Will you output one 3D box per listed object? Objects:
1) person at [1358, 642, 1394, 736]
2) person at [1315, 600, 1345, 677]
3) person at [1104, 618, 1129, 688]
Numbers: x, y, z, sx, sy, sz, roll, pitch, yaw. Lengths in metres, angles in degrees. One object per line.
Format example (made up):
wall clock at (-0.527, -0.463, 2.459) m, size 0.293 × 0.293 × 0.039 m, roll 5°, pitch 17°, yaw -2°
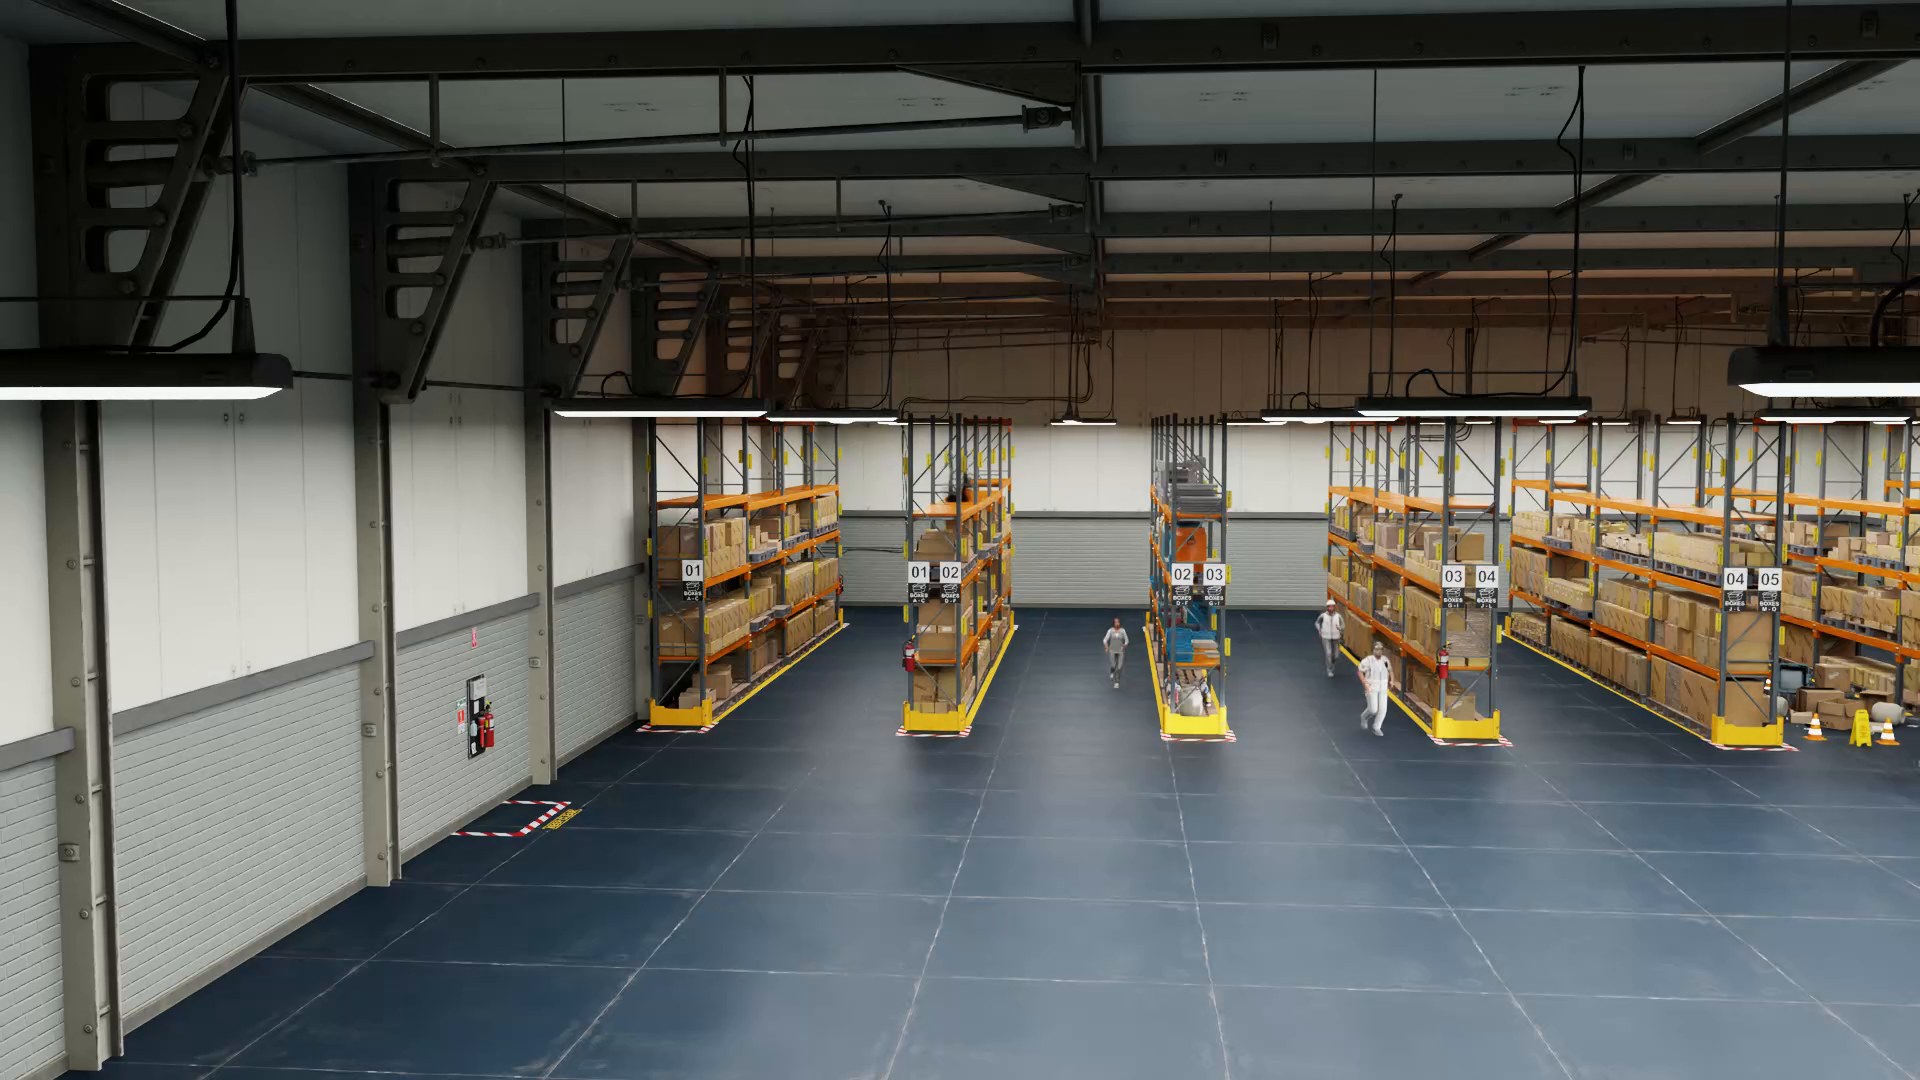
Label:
person at (7.795, 2.762, 31.137) m, size 0.683 × 1.759 × 0.598 m, roll -1°, pitch 4°, yaw -11°
person at (8.563, 2.259, 38.425) m, size 0.668 × 1.748 × 0.896 m, roll 0°, pitch 4°, yaw 3°
person at (3.449, 2.494, 36.636) m, size 0.547 × 1.533 × 0.547 m, roll 0°, pitch 4°, yaw 1°
